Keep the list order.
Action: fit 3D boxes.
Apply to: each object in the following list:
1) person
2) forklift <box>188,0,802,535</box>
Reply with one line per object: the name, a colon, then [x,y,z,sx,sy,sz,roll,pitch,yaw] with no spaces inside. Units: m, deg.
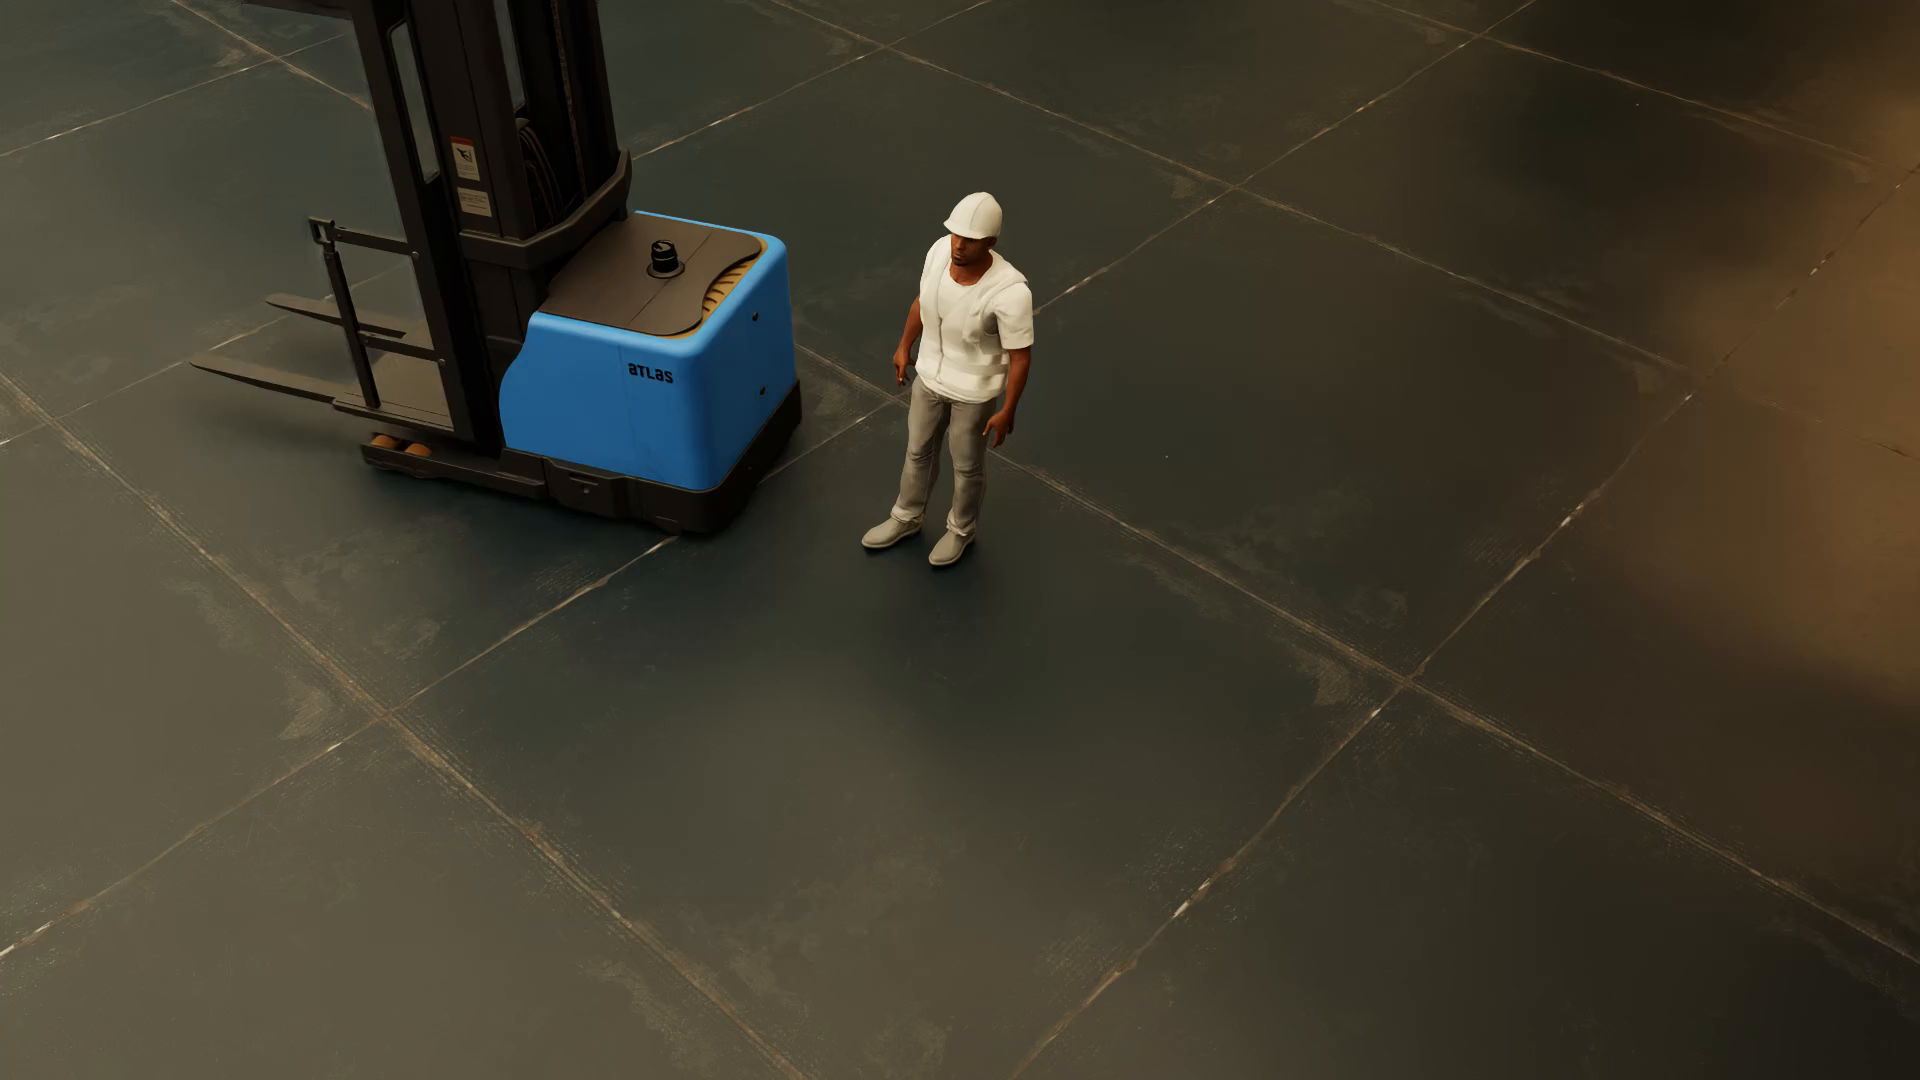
person: [-0.051,-0.645,7.064,0.666,1.765,0.577,31,49,31]
forklift: [-2.358,-1.720,7.433,3.031,2.935,1.130,13,42,15]
